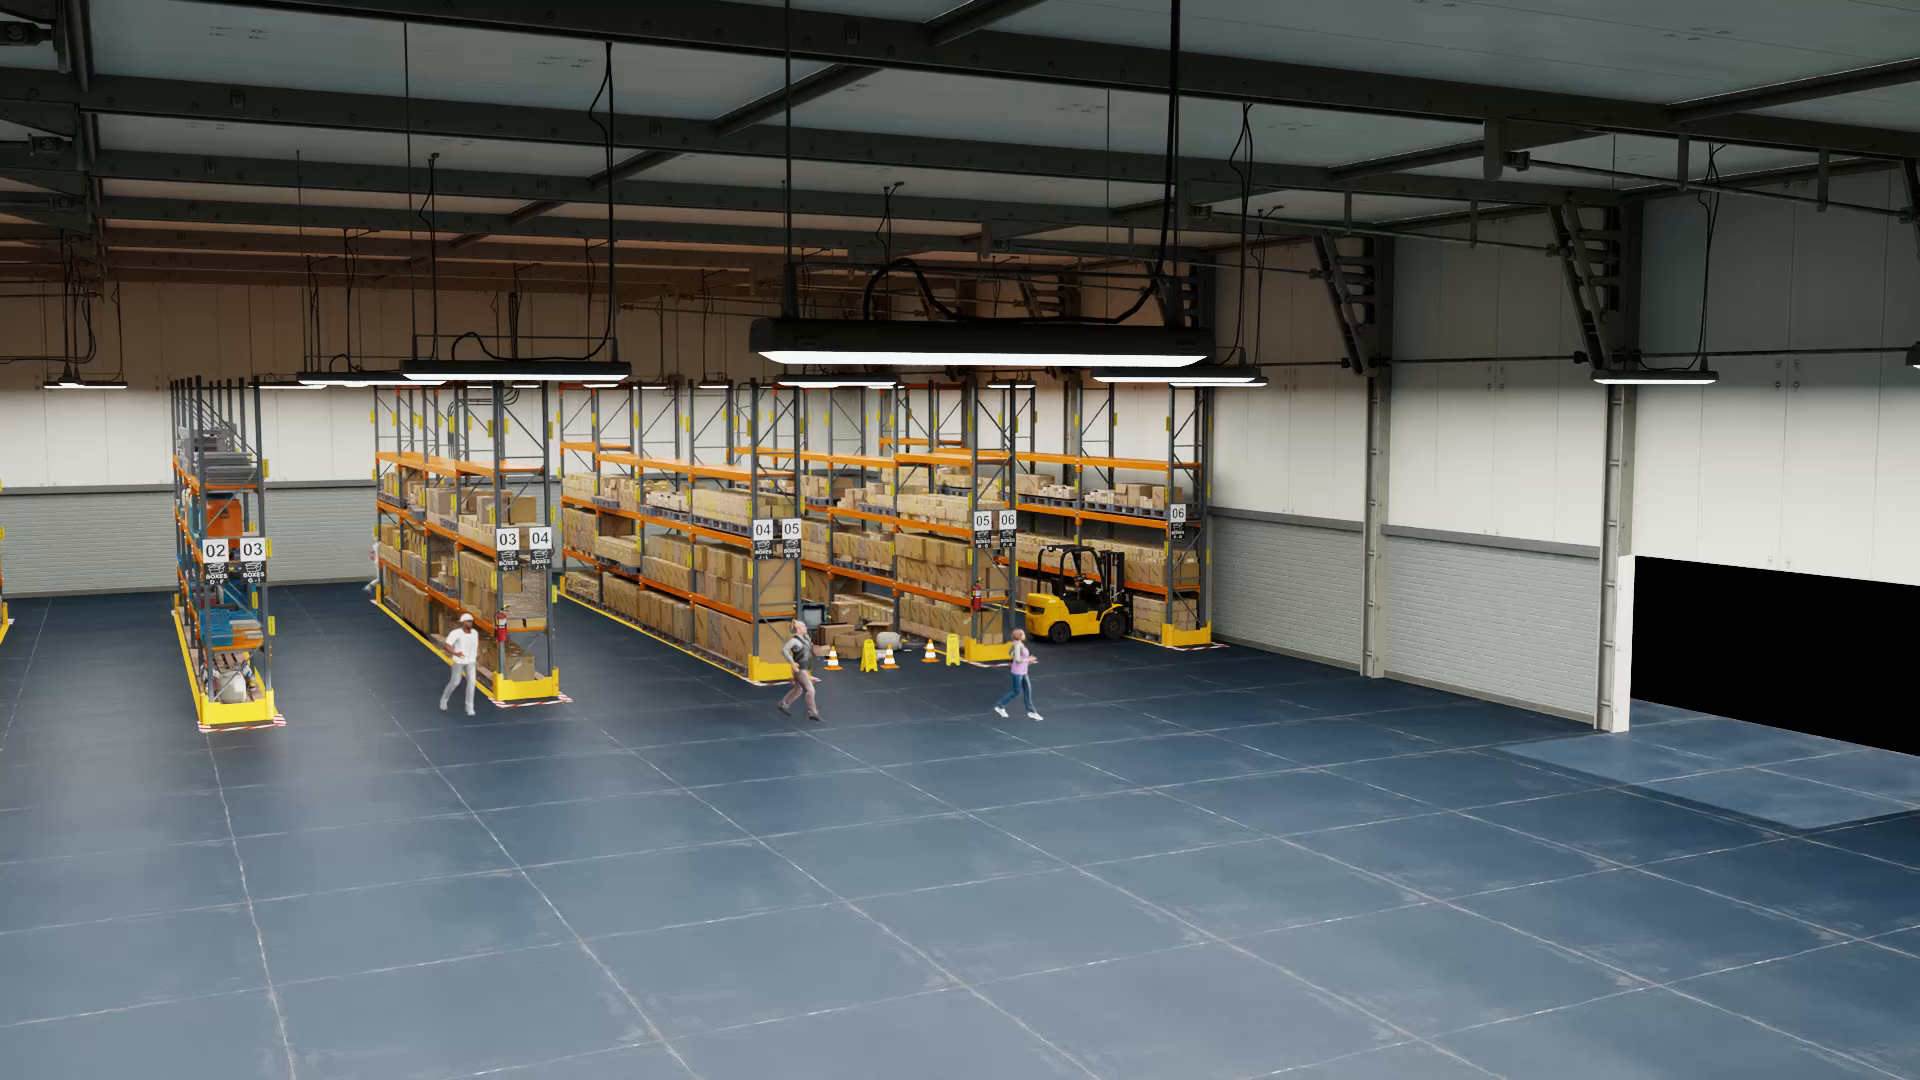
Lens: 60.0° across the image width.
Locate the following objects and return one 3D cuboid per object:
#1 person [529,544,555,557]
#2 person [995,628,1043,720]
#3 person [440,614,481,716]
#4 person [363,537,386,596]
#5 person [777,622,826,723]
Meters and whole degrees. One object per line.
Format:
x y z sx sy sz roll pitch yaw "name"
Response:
-12.083 0.615 47.845 0.774 1.714 0.573 3 6 33 "person"
1.017 2.331 28.899 0.838 1.607 0.531 1 5 13 "person"
-8.840 2.201 29.735 0.758 1.766 0.915 -5 7 -44 "person"
-16.139 0.728 46.222 0.903 1.783 0.656 -3 6 -28 "person"
-2.761 2.279 28.856 0.915 1.740 0.645 1 5 10 "person"
